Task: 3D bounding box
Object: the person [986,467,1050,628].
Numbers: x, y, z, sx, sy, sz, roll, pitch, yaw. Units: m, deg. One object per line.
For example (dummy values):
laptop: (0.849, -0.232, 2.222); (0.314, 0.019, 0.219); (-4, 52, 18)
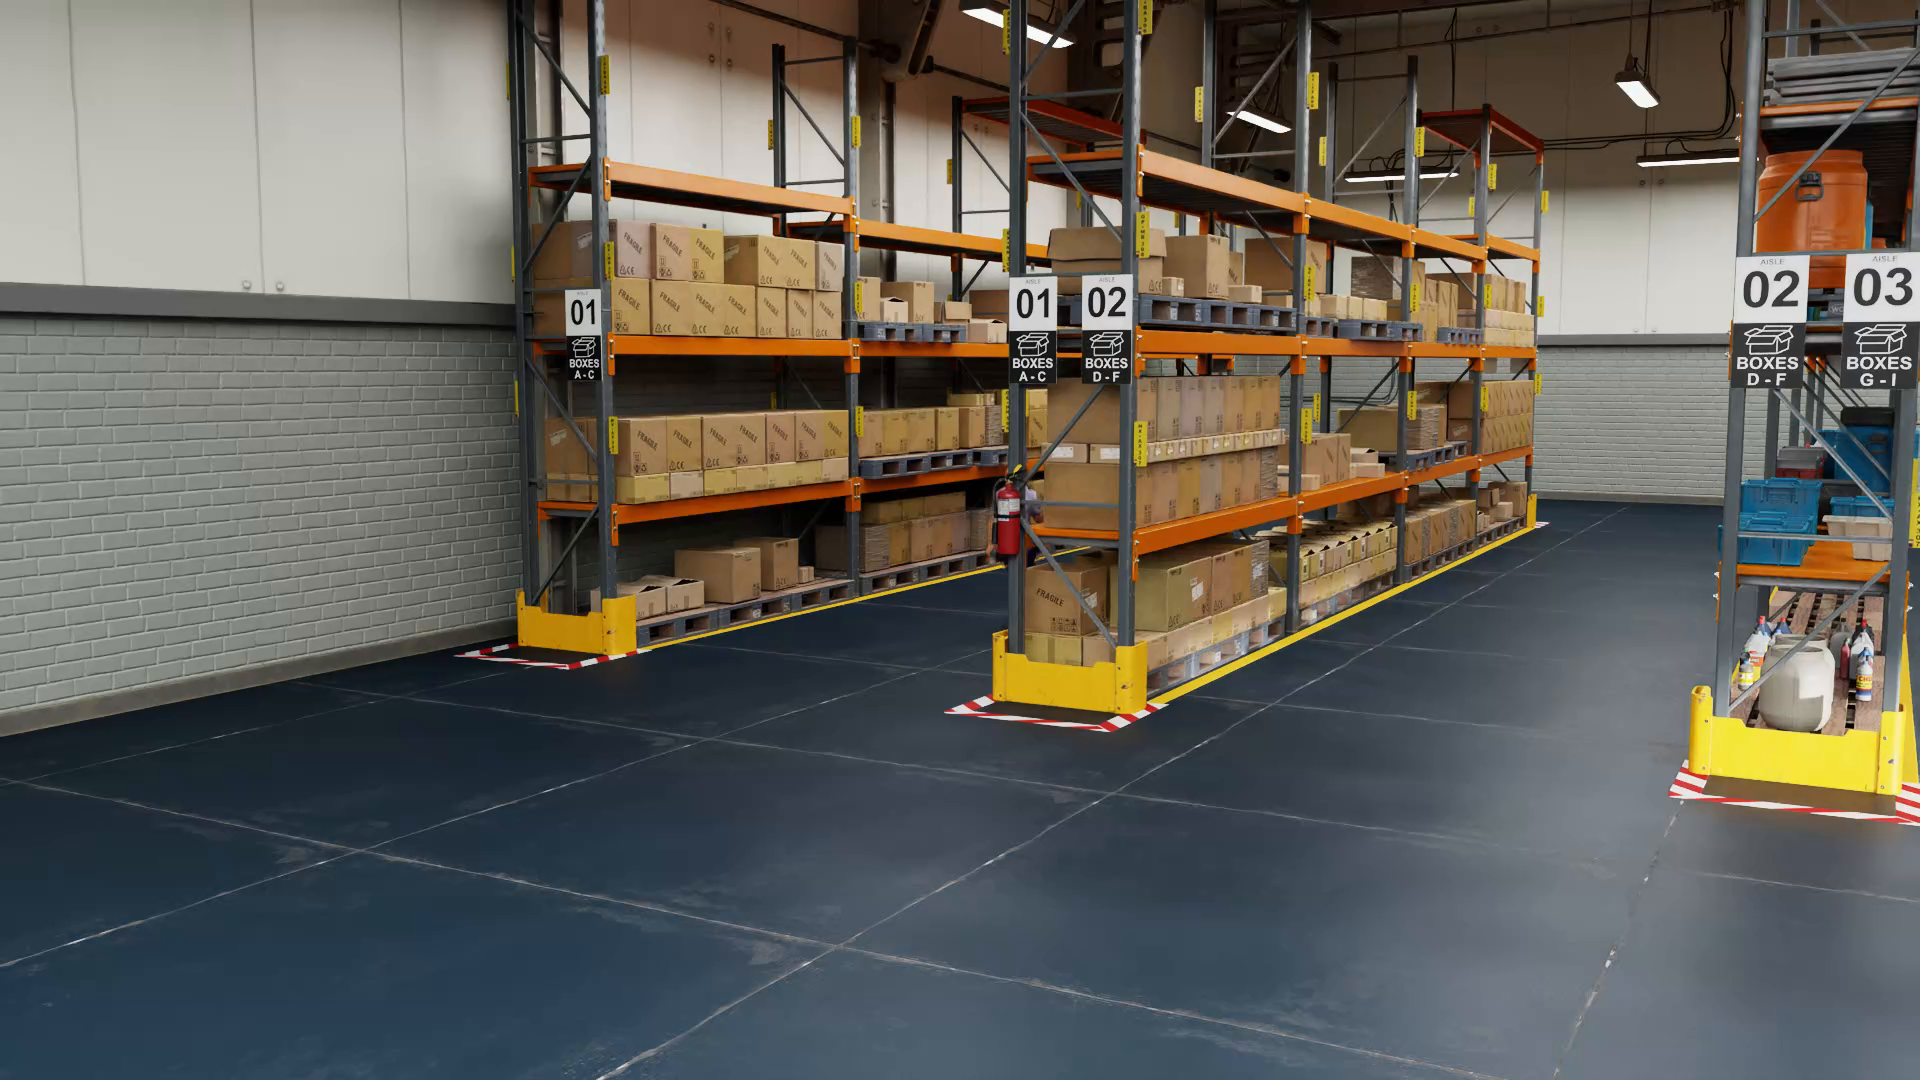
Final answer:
person: (0.534, 0.041, 16.095); (0.513, 1.573, 1.073); (3, 7, 28)
